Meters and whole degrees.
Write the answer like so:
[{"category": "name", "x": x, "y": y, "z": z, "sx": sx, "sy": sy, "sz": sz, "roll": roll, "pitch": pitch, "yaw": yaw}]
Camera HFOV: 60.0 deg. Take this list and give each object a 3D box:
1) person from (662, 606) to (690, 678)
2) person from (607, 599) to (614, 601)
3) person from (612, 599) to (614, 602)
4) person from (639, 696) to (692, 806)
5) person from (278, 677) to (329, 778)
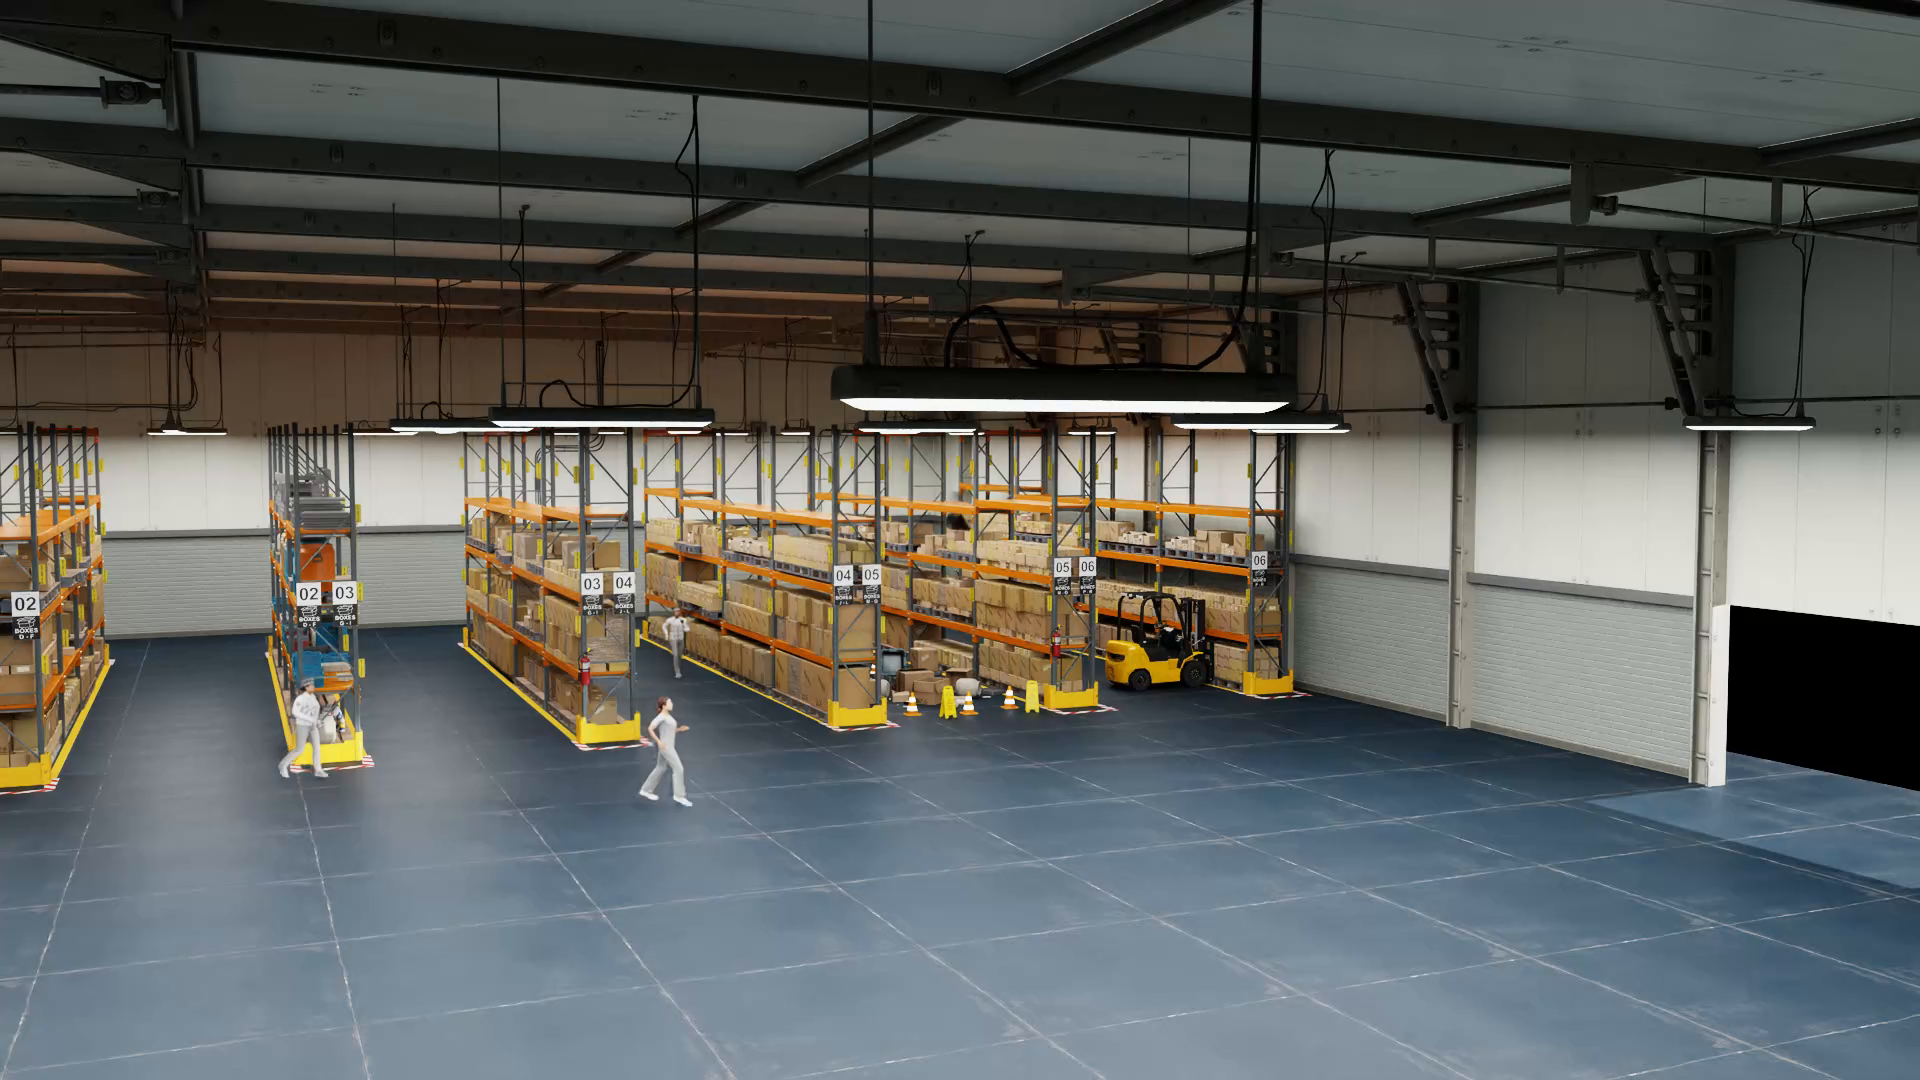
[{"category": "person", "x": -6.799, "y": 2.413, "z": 39.979, "sx": 0.610, "sy": 1.687, "sz": 0.917, "roll": -2, "pitch": 4, "yaw": -24}, {"category": "person", "x": -10.046, "y": 2.015, "z": 46.892, "sx": 0.783, "sy": 1.714, "sz": 0.632, "roll": 0, "pitch": 3, "yaw": -2}, {"category": "person", "x": -10.266, "y": 1.974, "z": 47.530, "sx": 0.794, "sy": 1.706, "sz": 0.565, "roll": 1, "pitch": 4, "yaw": 23}, {"category": "person", "x": -4.602, "y": 3.288, "z": 25.942, "sx": 0.830, "sy": 1.715, "sz": 0.541, "roll": 0, "pitch": 3, "yaw": -5}, {"category": "person", "x": -11.025, "y": 3.149, "z": 28.085, "sx": 0.894, "sy": 1.667, "sz": 0.692, "roll": 0, "pitch": 4, "yaw": 5}]
